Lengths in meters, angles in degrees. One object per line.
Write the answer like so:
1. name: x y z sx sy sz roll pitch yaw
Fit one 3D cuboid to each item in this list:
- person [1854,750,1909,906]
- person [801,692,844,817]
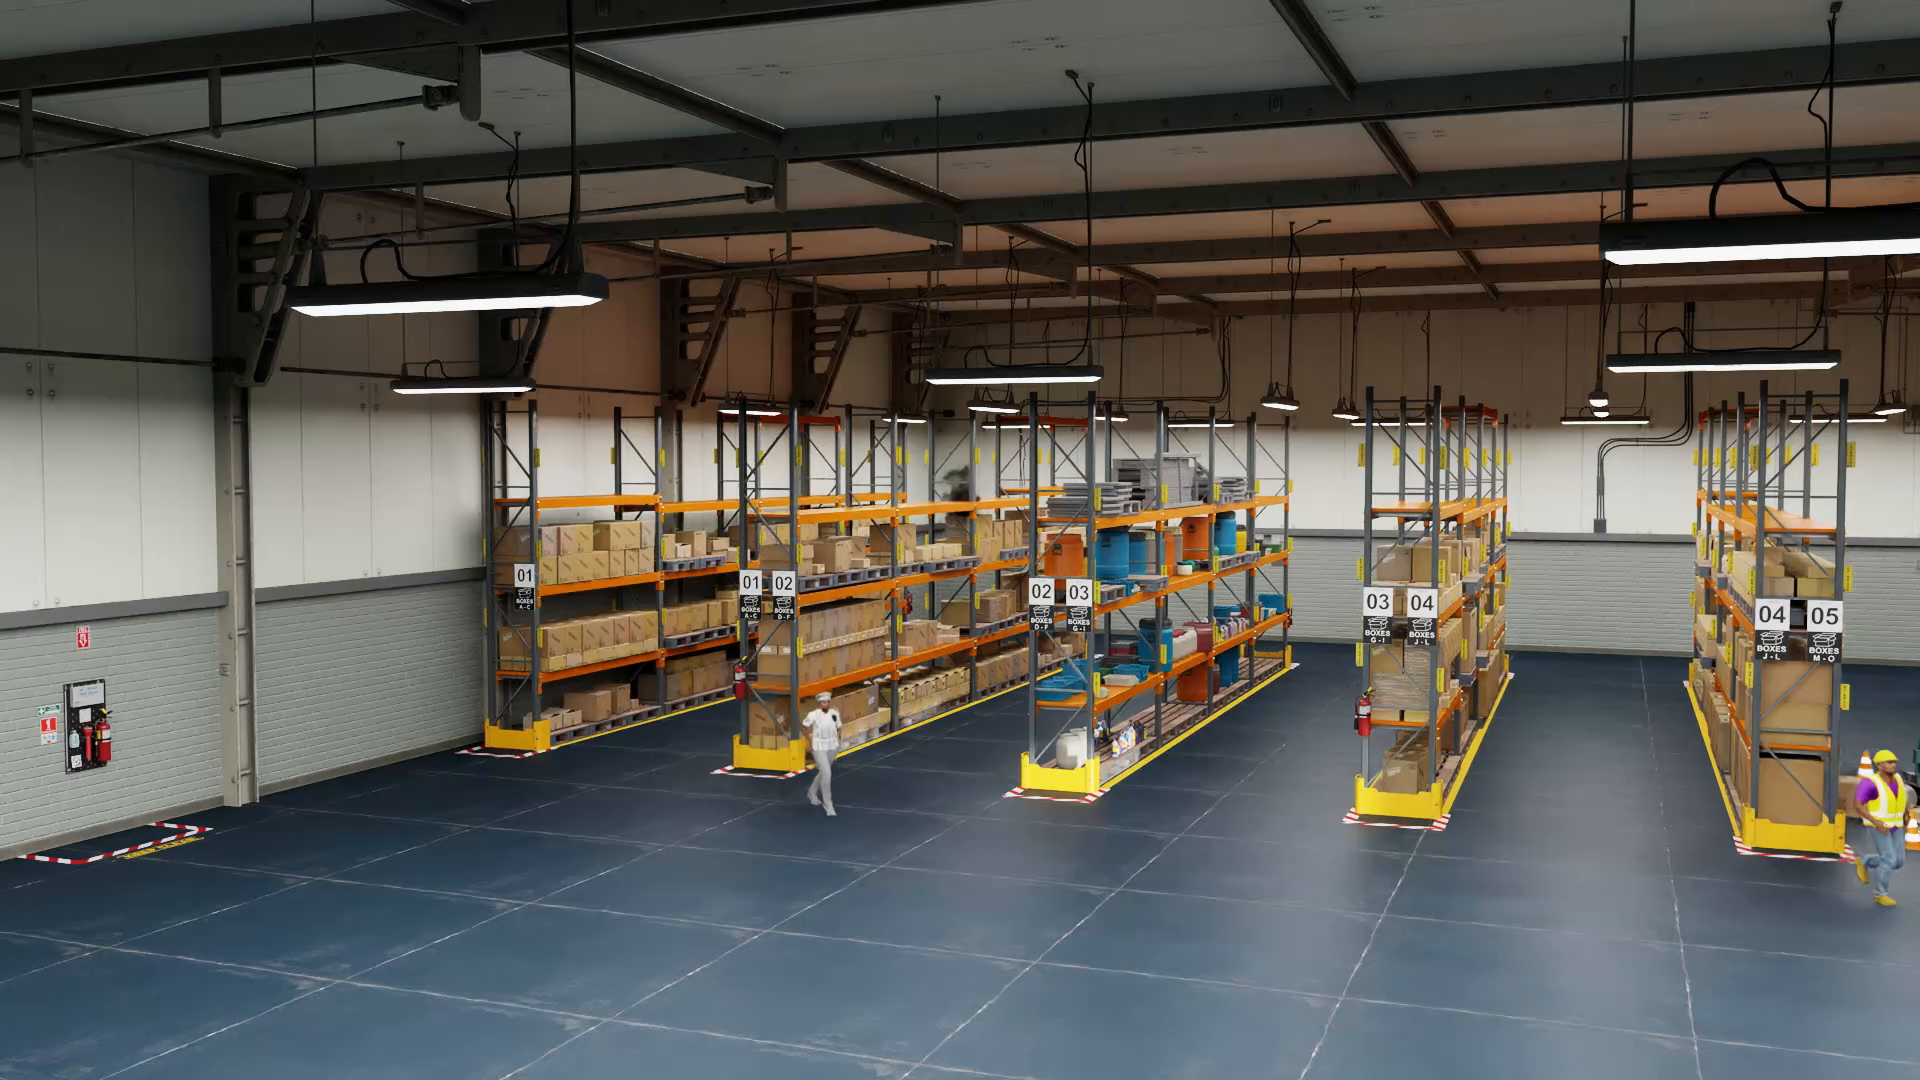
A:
1. person: 10.370 3.215 18.760 0.710 1.740 0.650 -1 3 -17
2. person: -1.920 2.999 23.574 0.555 1.749 0.814 -2 4 -36
